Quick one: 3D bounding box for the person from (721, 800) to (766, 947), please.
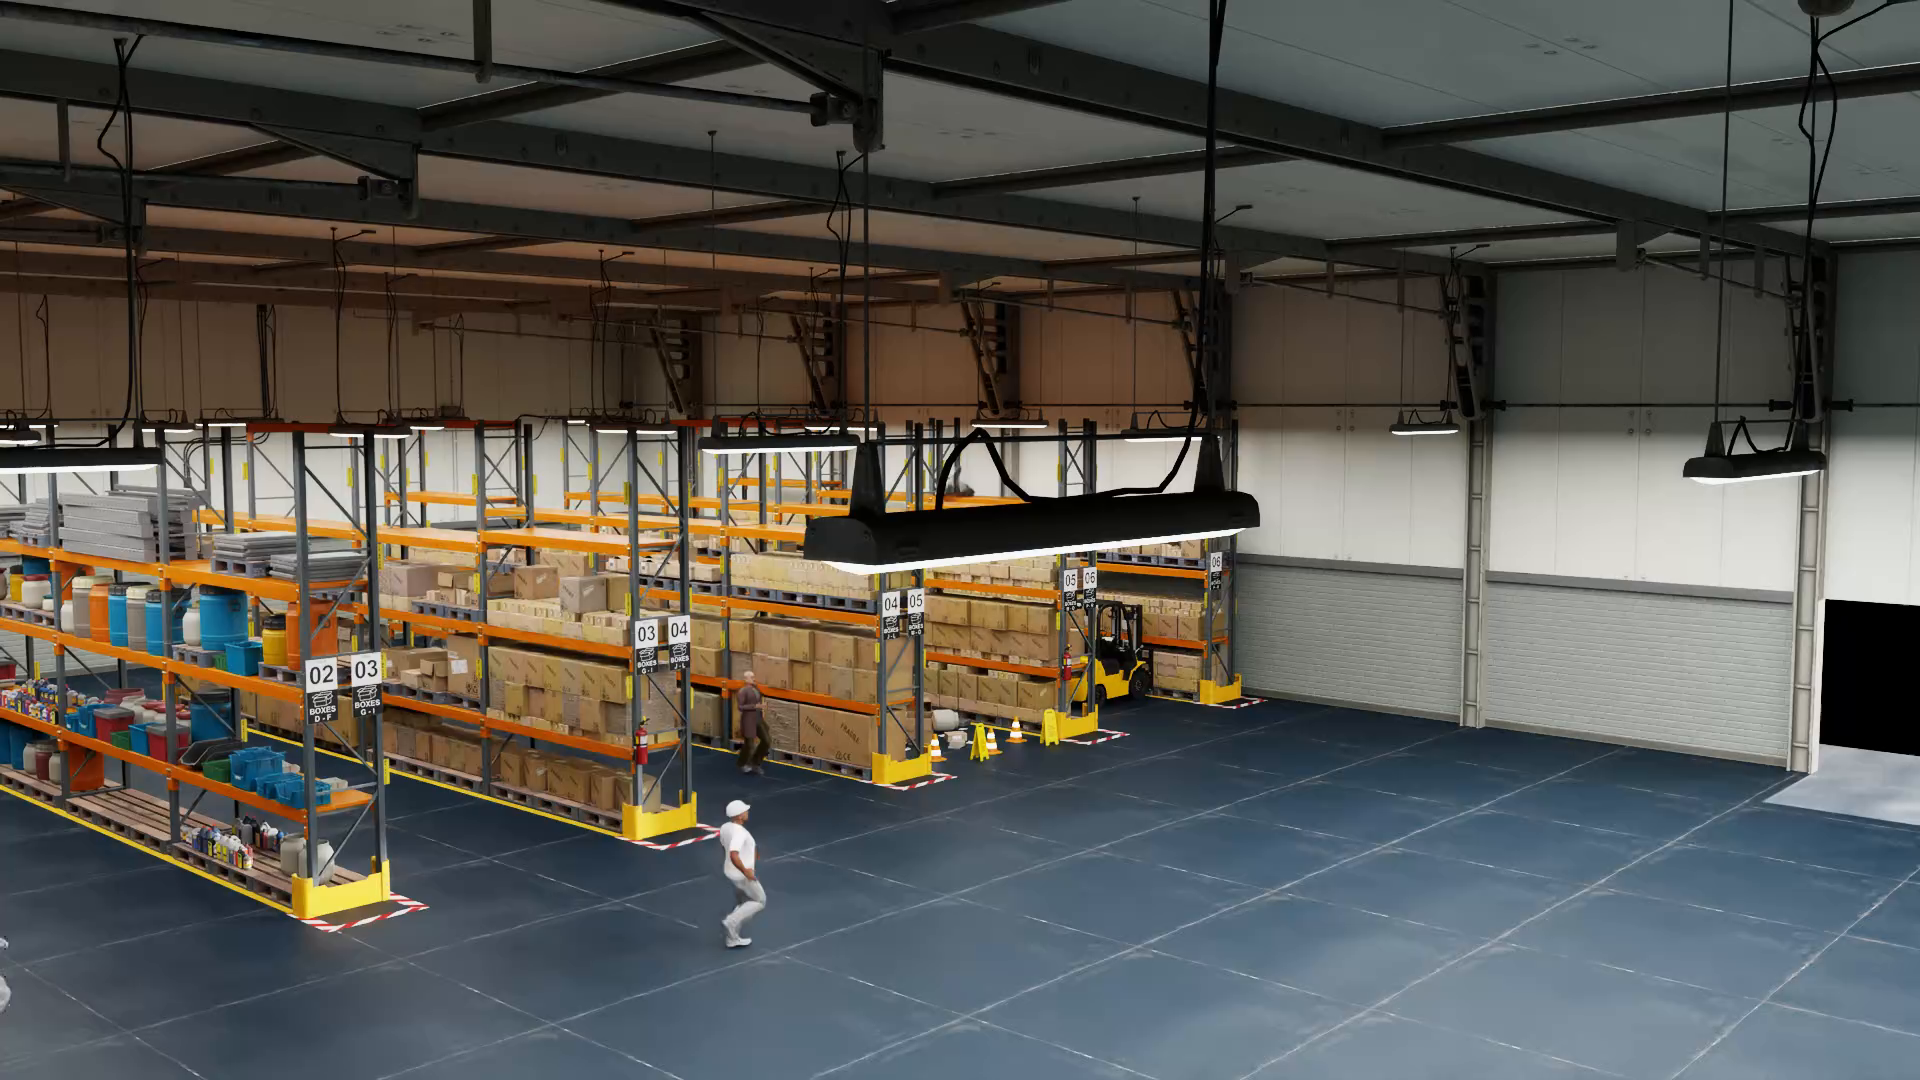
[{"bbox_3d":[-2.539,3.883,19.404,0.576,1.720,0.698,-3,5,-29],"label":"person"}]

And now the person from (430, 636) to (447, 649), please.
[{"bbox_3d":[-12.575,2.235,40.061,0.581,1.666,0.687,1,5,8],"label":"person"}]

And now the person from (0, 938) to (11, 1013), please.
[{"bbox_3d":[-9.643,4.170,16.290,0.606,1.682,0.613,-2,5,-26],"label":"person"}]

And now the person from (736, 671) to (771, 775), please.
[{"bbox_3d":[-3.524,3.241,28.378,0.754,1.606,0.688,3,6,35],"label":"person"}]
